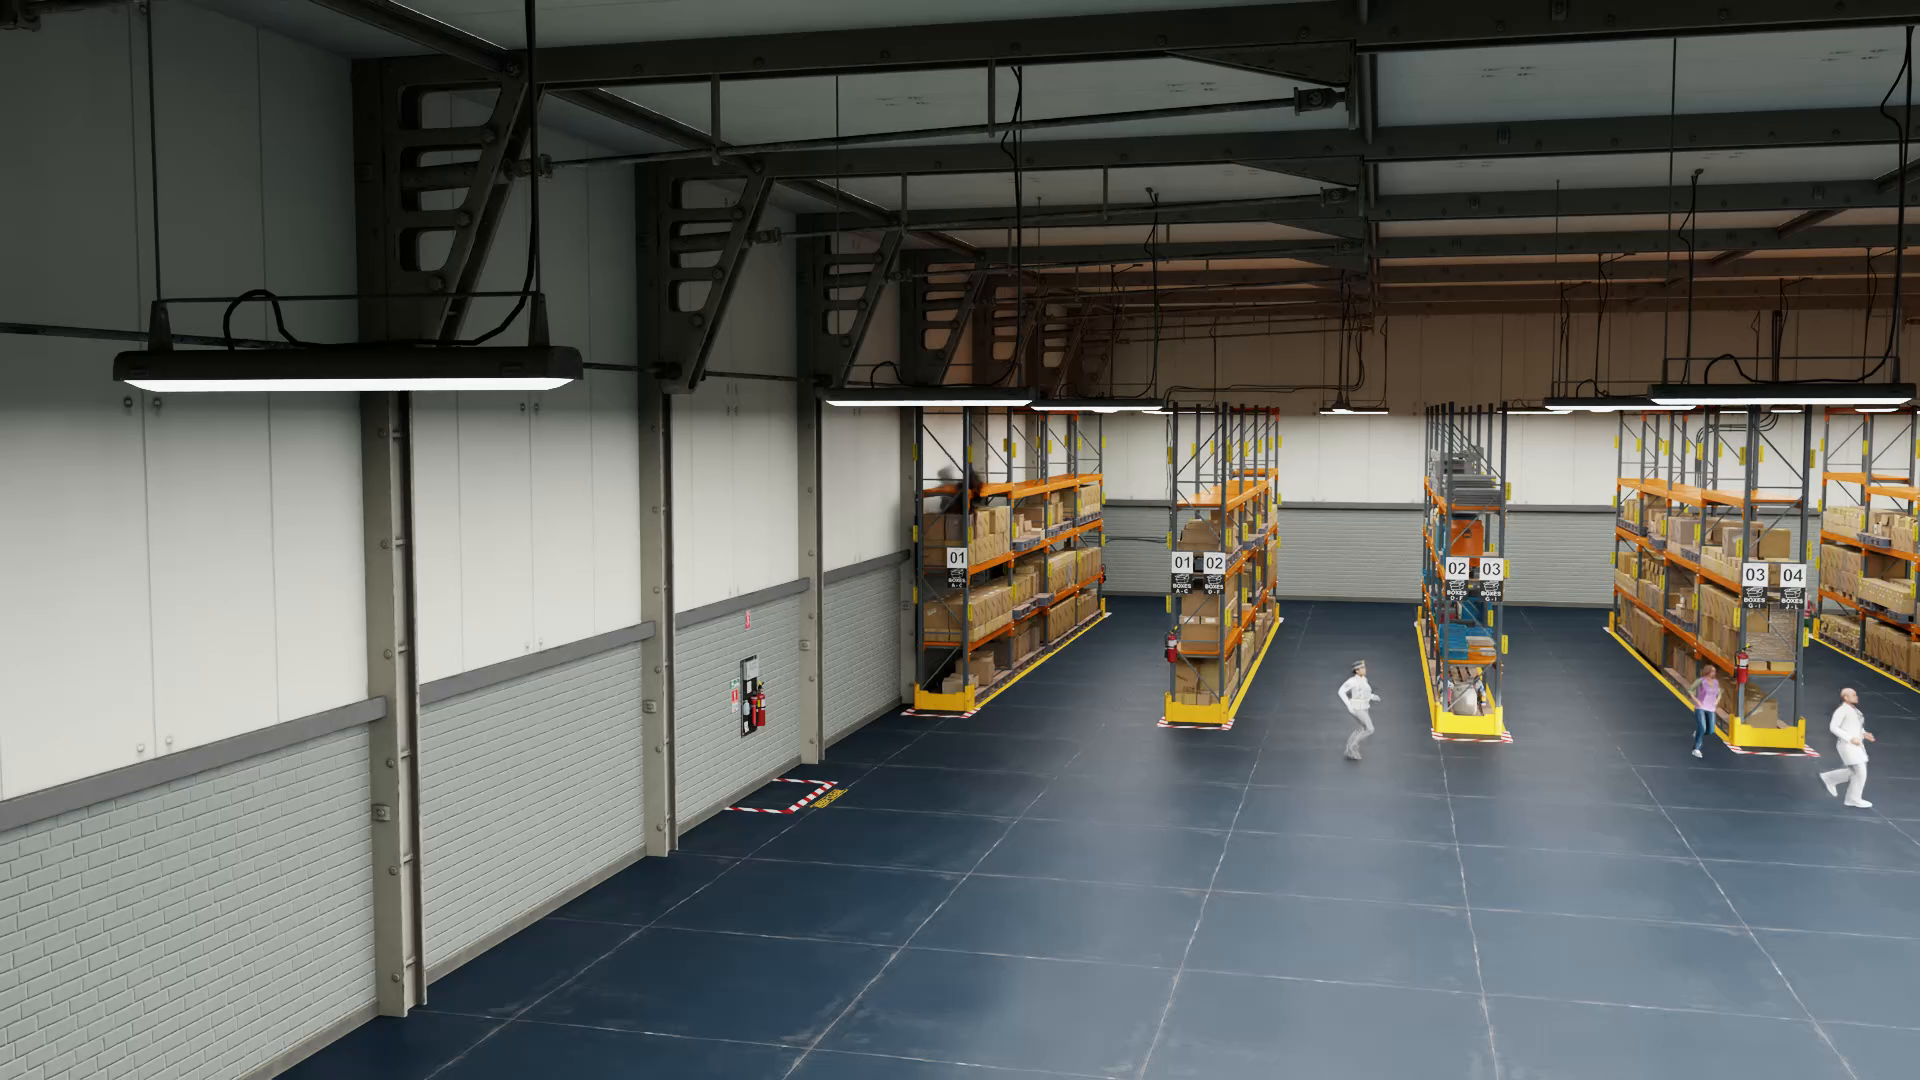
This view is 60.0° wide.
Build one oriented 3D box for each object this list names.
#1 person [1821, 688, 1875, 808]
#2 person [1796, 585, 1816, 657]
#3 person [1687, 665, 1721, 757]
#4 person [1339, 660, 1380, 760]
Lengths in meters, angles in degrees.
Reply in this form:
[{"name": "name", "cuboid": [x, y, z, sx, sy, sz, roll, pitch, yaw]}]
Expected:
[{"name": "person", "cuboid": [13.079, 3.044, 24.525, 0.713, 1.729, 0.753, -4, 6, -43]}, {"name": "person", "cuboid": [20.176, 1.893, 39.930, 0.656, 1.787, 0.930, 1, 4, 17]}, {"name": "person", "cuboid": [12.677, 2.887, 28.318, 0.562, 1.543, 0.621, 0, 4, -4]}, {"name": "person", "cuboid": [6.693, 2.830, 27.703, 0.634, 1.670, 0.591, 3, 5, 38]}]
